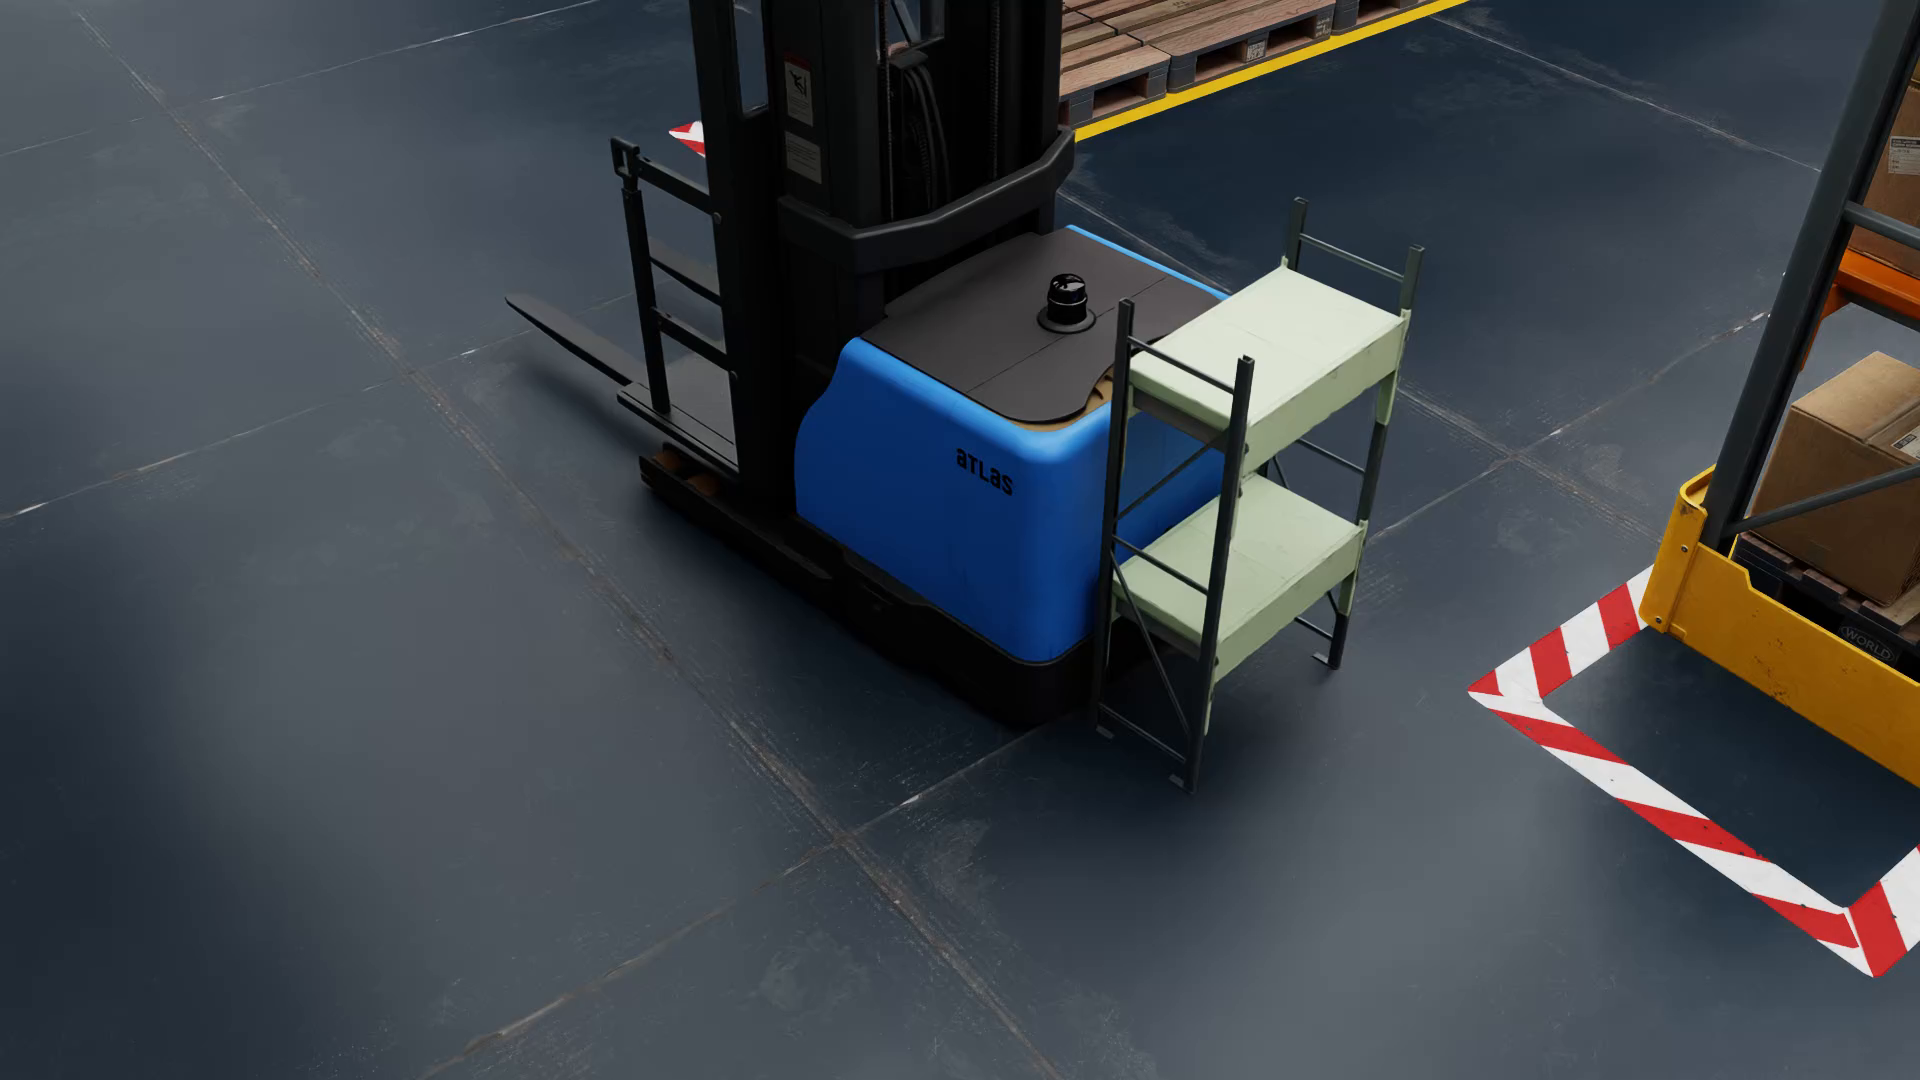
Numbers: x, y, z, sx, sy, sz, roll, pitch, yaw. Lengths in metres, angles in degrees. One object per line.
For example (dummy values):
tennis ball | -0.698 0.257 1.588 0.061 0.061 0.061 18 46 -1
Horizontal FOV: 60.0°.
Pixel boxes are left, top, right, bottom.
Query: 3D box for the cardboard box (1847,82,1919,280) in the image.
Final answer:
cardboard box | 2.820 -1.011 4.538 0.500 0.500 0.500 -25 45 -27

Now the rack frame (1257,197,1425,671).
rack frame | 1.053 -0.260 4.883 0.400 1.500 0.023 32 49 33

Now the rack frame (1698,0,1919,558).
rack frame | 2.631 -0.662 4.192 0.127 3.000 1.000 -26 46 -28

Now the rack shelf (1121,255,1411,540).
rack shelf | 0.798 -0.396 4.433 0.431 0.370 0.720 32 49 33

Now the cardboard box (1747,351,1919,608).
cardboard box | 2.912 -0.200 5.253 0.500 0.500 0.500 -26 46 -28

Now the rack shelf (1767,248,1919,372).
rack shelf | 4.217 -1.157 5.363 4.000 0.370 1.077 -26 46 -28

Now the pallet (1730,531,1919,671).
pallet | 3.323 0.078 5.489 1.213 0.211 1.003 -26 46 -28

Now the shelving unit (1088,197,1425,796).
shelving unit | 0.797 -0.094 4.681 0.431 1.500 0.755 32 49 33

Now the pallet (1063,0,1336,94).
pallet | 1.260 -2.845 9.051 1.213 0.211 1.003 -26 46 -28

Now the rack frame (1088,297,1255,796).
rack frame | 0.541 0.071 4.479 0.400 1.500 0.023 32 49 33

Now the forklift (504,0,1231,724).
forklift | -0.492 -1.410 5.158 3.031 2.935 1.130 32 49 33

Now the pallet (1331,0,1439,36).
pallet | 2.228 -3.319 9.629 1.213 0.211 1.003 -26 46 -28

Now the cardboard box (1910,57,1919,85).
cardboard box | 2.816 -1.398 4.222 0.500 0.500 0.500 -26 46 -28

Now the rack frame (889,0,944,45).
rack frame | -0.385 -3.155 7.231 0.127 3.000 1.000 -26 46 -28

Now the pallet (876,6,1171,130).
pallet | 0.293 -2.376 8.480 1.213 0.211 1.003 -26 46 -28

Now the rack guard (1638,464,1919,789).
rack guard | 2.691 0.275 5.021 0.348 0.500 1.175 -26 46 -28

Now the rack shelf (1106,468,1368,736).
rack shelf | 0.796 0.157 4.889 0.431 0.370 0.720 32 49 33
